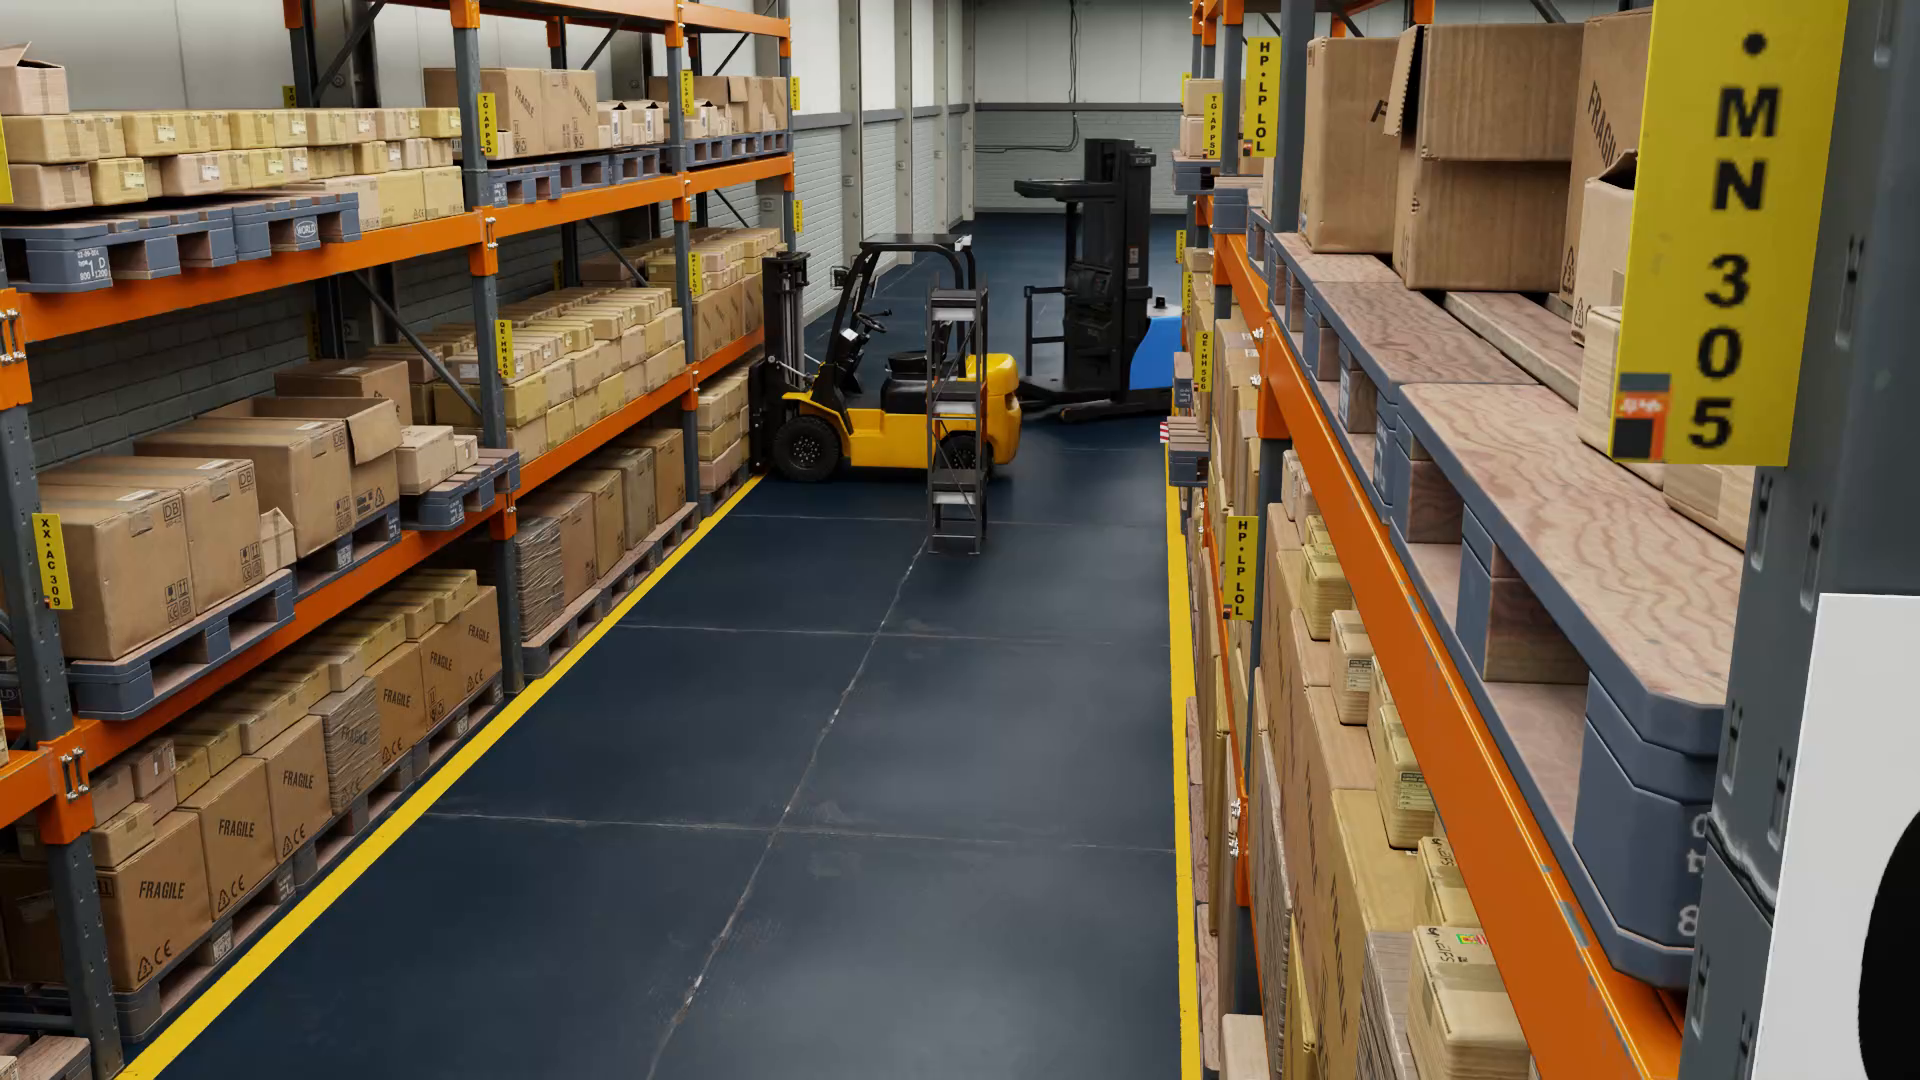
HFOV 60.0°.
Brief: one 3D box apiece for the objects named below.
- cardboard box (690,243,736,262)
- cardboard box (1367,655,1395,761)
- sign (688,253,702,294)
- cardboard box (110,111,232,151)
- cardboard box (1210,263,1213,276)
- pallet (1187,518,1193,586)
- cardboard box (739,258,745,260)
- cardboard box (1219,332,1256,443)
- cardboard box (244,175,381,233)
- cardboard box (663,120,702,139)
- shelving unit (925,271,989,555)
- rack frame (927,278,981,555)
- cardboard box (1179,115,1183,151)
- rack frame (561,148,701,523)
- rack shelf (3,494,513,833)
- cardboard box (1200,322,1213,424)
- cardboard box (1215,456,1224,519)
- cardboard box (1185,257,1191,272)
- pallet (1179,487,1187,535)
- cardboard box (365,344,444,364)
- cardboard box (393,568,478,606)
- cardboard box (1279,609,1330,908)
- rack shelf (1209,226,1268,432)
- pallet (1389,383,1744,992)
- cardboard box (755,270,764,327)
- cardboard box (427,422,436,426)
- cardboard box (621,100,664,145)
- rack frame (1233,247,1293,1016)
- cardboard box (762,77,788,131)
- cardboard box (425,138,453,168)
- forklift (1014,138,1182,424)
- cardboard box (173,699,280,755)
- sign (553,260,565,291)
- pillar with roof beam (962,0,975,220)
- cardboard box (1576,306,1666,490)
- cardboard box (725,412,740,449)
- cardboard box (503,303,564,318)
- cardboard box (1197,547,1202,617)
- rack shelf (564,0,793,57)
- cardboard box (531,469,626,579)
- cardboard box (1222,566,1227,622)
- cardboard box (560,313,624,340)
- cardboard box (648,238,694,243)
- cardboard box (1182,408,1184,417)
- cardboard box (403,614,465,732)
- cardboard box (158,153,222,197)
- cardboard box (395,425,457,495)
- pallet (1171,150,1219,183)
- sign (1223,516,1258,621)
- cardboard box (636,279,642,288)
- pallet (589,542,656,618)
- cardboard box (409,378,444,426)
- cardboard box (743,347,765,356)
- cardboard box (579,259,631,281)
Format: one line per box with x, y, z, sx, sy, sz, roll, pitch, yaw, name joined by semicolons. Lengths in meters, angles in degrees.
-2.230;-2.580;14.952;0.380;0.149;0.250;2;15;6;cardboard box
0.919;0.315;2.900;0.380;0.149;0.250;2;15;8;cardboard box
-2.098;-2.106;13.139;0.100;0.325;0.005;2;15;6;sign
-3.068;-1.582;6.433;0.380;0.149;0.250;2;15;7;cardboard box
1.869;-1.765;11.136;0.380;0.149;0.250;3;15;9;cardboard box
2.208;0.094;12.410;1.003;0.211;1.213;2;15;6;pallet
-2.186;-2.504;15.243;0.380;0.149;0.250;2;15;6;cardboard box
1.498;-0.698;7.889;0.500;0.500;0.500;2;15;6;cardboard box
-3.019;-1.537;7.640;0.500;0.250;0.500;2;15;6;cardboard box
-2.286;-3.284;13.301;0.380;0.149;0.250;2;15;7;cardboard box
-0.019;-0.971;12.729;0.431;2.100;0.503;2;15;6;shelving unit
-0.046;-0.907;12.495;0.400;2.100;0.015;2;15;6;rack frame
1.830;-2.893;11.849;0.500;0.250;0.500;1;15;5;cardboard box
-2.638;-1.599;13.330;1.000;3.000;0.127;2;15;6;rack frame
-3.315;0.304;7.669;1.077;0.370;4.000;2;15;6;rack shelf
1.618;-0.937;9.316;0.500;0.500;0.500;1;15;5;cardboard box
1.412;-0.198;7.479;0.500;0.250;0.500;2;15;6;cardboard box
2.305;-2.302;15.167;0.500;0.500;0.500;1;15;5;cardboard box
2.335;-0.283;13.805;1.003;0.211;1.213;2;15;6;pallet
-3.335;-1.085;9.993;0.380;0.149;0.250;2;15;8;cardboard box
-2.894;0.265;9.179;0.380;0.149;0.250;1;15;4;cardboard box
0.965;0.470;3.571;0.500;0.500;0.500;2;15;7;cardboard box
1.617;-0.999;6.740;1.077;0.370;4.000;2;15;6;rack shelf
1.013;0.060;1.615;1.003;0.211;1.213;2;15;6;pallet
-2.107;-2.282;15.665;0.500;0.500;0.500;1;15;5;cardboard box
-3.293;-0.614;9.972;0.500;0.250;0.500;1;15;5;cardboard box
-2.478;-3.060;12.161;0.500;0.311;0.500;1;15;4;cardboard box
1.392;0.621;5.119;1.000;3.000;0.127;2;15;6;rack frame
-1.995;-4.262;16.243;0.500;0.500;0.500;2;15;8;cardboard box
-2.890;-2.031;8.703;0.380;0.149;0.250;2;15;7;cardboard box
1.210;-2.811;17.942;3.031;2.935;1.130;-7;17;-24;forklift
-3.181;0.805;7.180;0.380;0.149;0.250;2;15;6;cardboard box
-3.190;-2.071;13.265;0.100;0.325;0.005;2;15;6;sign
4.502;-13.033;44.120;9.100;9.000;0.400;2;15;6;pillar with roof beam
0.869;-0.150;1.708;0.380;0.149;0.250;1;15;2;cardboard box
-2.222;-0.963;14.482;0.500;0.250;0.500;2;15;6;cardboard box
-3.064;-1.612;11.944;0.380;0.149;0.250;2;15;6;cardboard box
1.992;0.311;10.494;0.950;0.372;0.625;1;15;5;cardboard box
-2.413;-4.474;14.611;1.077;0.370;4.000;2;15;6;rack shelf
-2.864;-0.124;11.618;0.875;0.625;0.625;1;15;4;cardboard box
1.380;0.173;7.063;0.500;0.250;0.500;2;15;6;cardboard box
-2.524;-1.462;11.389;0.380;0.149;0.250;1;15;5;cardboard box
-2.691;-2.727;15.497;0.380;0.149;0.250;1;15;5;cardboard box
2.206;-1.117;14.573;0.500;0.500;0.500;3;15;9;cardboard box
-2.991;0.688;8.857;0.500;0.500;0.500;1;15;5;cardboard box
-3.004;-1.366;6.205;0.380;0.149;0.250;2;15;7;cardboard box
-2.887;-0.409;8.411;0.500;0.250;0.500;1;15;4;cardboard box
2.119;-2.654;11.845;1.213;0.211;1.003;2;15;6;pallet
0.851;0.087;5.028;0.100;0.325;0.005;2;15;6;sign
-2.863;-2.118;13.812;0.380;0.149;0.250;1;15;5;cardboard box
-2.818;0.256;11.809;1.003;0.211;1.213;2;15;6;pallet
-3.315;-0.855;9.909;0.500;0.250;0.500;2;15;8;cardboard box
-1.981;-1.734;16.374;0.500;0.250;0.500;2;15;7;cardboard box
-2.902;-2.196;13.532;0.380;0.149;0.250;2;15;6;cardboard box
